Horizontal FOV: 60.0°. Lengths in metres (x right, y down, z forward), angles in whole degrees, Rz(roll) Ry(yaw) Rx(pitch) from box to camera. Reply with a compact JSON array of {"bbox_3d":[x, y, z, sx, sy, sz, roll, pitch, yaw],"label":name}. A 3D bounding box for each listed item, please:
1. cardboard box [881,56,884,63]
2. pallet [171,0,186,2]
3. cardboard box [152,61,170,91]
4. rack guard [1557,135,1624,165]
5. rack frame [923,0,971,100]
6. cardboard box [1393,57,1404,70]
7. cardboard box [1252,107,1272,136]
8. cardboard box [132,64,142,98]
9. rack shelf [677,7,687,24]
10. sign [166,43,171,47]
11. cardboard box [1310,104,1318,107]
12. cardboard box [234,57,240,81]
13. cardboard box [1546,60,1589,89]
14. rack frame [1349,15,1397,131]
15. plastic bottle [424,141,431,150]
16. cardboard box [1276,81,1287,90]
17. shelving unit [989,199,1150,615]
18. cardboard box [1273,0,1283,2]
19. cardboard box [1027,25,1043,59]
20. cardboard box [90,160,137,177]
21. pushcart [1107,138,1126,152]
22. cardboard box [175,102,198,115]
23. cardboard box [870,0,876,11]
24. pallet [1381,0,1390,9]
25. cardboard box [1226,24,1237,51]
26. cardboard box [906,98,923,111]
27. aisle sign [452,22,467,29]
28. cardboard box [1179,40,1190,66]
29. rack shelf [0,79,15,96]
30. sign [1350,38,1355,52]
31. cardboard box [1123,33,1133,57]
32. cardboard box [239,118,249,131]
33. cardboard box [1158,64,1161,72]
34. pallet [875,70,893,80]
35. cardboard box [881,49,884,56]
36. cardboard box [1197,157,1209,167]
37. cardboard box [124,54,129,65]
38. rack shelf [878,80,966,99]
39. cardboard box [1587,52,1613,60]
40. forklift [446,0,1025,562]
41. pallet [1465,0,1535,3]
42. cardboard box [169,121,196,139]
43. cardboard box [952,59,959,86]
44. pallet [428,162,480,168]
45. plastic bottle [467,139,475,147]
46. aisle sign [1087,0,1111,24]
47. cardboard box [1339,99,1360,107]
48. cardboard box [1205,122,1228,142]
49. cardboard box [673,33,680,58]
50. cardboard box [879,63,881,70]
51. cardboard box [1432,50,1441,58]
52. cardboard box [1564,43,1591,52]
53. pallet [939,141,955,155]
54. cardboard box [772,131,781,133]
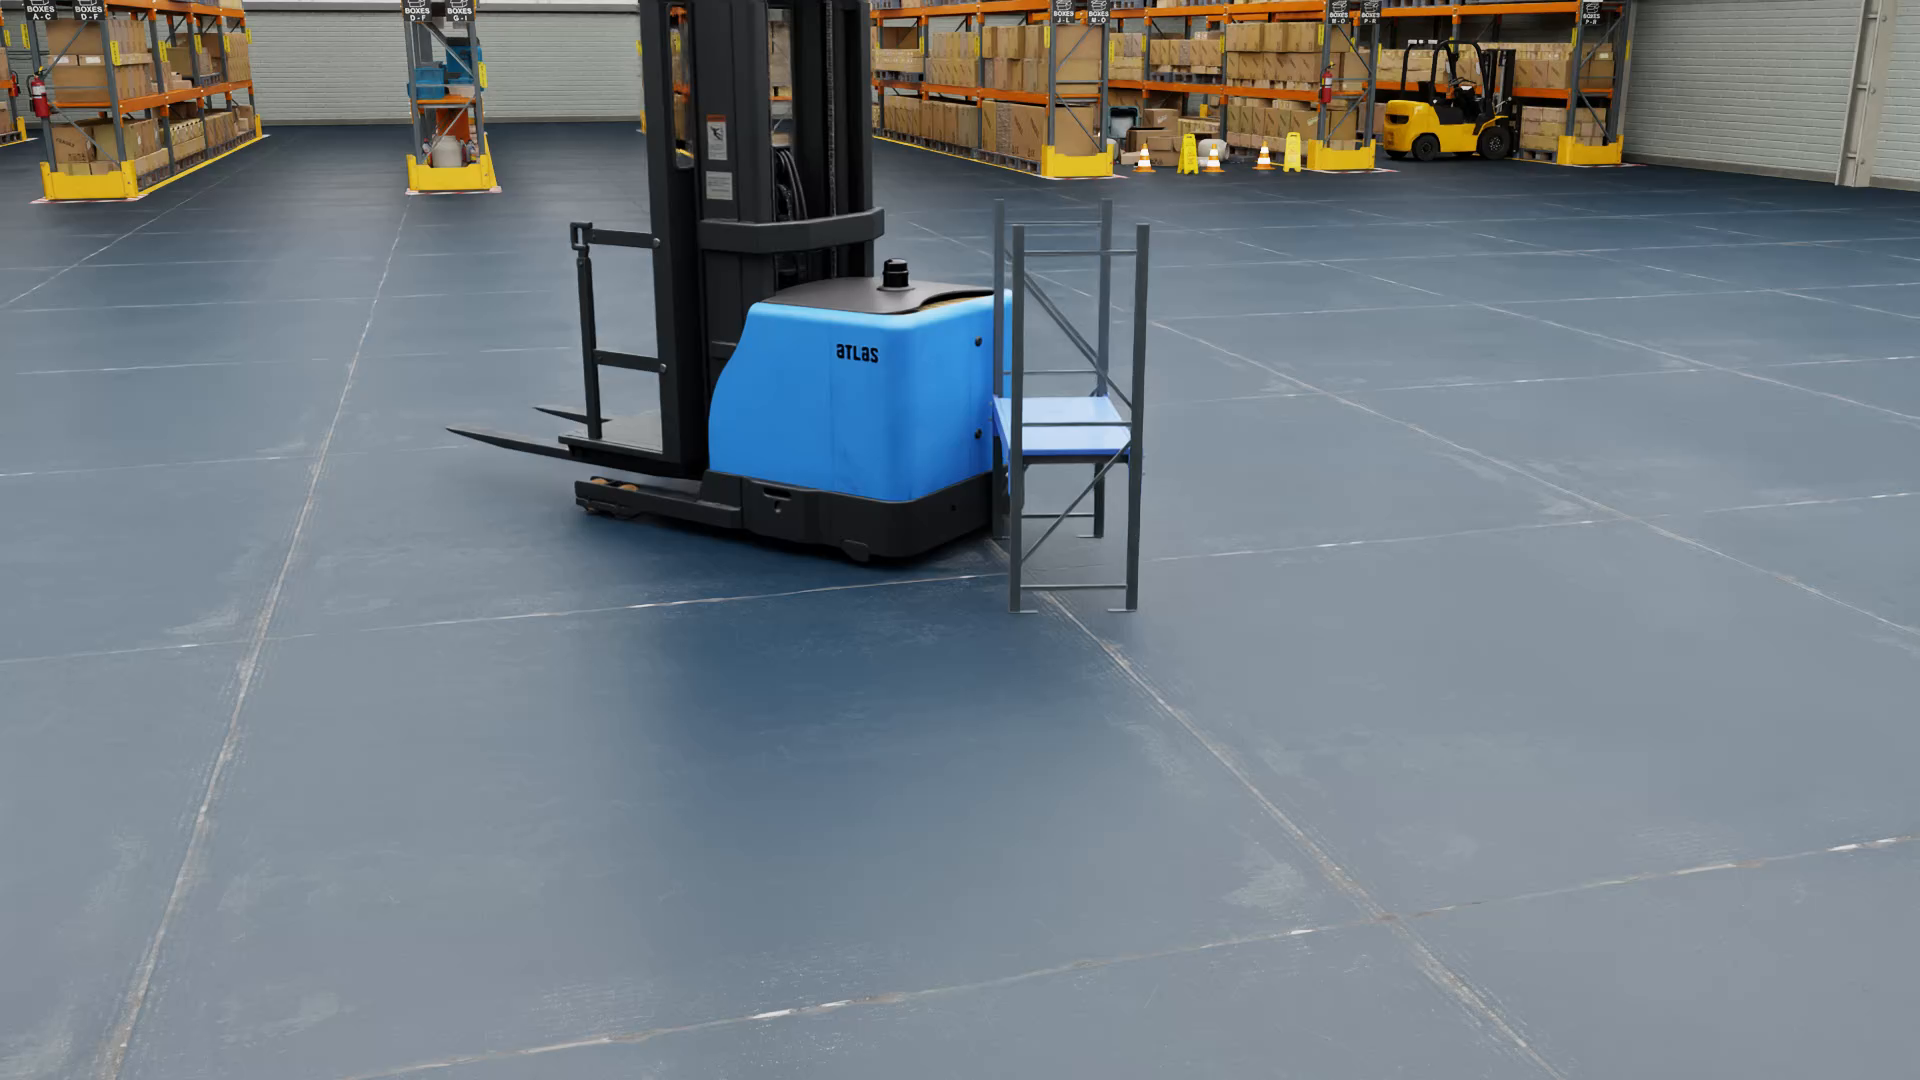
[{"bbox_3d":[-1.555,-10.737,37.172,0.380,0.149,0.250,-4,17,-14],"label":"cardboard box"},{"bbox_3d":[-14.006,-9.406,28.664,1.003,0.211,1.213,-4,17,-13],"label":"pallet"},{"bbox_3d":[-13.967,-7.989,28.659,0.500,0.500,0.500,-5,17,-15],"label":"cardboard box"},{"bbox_3d":[11.442,-7.092,30.192,1.175,0.500,0.348,-5,17,-15],"label":"rack guard"},{"bbox_3d":[-0.266,-9.696,34.515,1.000,3.000,0.127,-5,17,-15],"label":"rack frame"},{"bbox_3d":[9.552,-10.110,35.286,0.500,0.250,0.500,-4,17,-14],"label":"cardboard box"},{"bbox_3d":[5.767,-7.777,30.873,0.500,0.500,0.500,-4,17,-12],"label":"cardboard box"},{"bbox_3d":[-13.076,-7.084,25.647,0.700,0.500,0.500,-4,17,-14],"label":"cardboard box"},{"bbox_3d":[-4.513,-9.870,31.133,1.077,0.370,4.000,-5,17,-15],"label":"rack shelf"},{"bbox_3d":[-16.208,-10.025,34.108,0.100,0.325,0.005,-5,17,-15],"label":"sign"},{"bbox_3d":[8.480,-10.038,39.271,0.500,0.500,0.500,-5,18,-17],"label":"cardboard box"},{"bbox_3d":[-15.845,-10.146,35.841,0.500,0.500,0.500,-5,17,-16],"label":"cardboard box"},{"bbox_3d":[11.048,-8.459,30.224,0.500,0.500,0.500,-5,17,-16],"label":"cardboard box"},{"bbox_3d":[9.237,-10.508,37.221,1.000,3.000,0.127,-5,17,-15],"label":"rack frame"},{"bbox_3d":[-8.734,-6.349,27.216,0.144,0.351,0.185,-5,17,-16],"label":"plastic bottle"},{"bbox_3d":[5.937,-8.216,30.028,0.380,0.149,0.250,-5,17,-16],"label":"cardboard box"},{"bbox_3d":[0.419,-0.580,6.776,0.538,1.500,1.048,-1,17,-3],"label":"shelving unit"},{"bbox_3d":[5.832,-9.716,29.806,0.380,0.149,0.250,-5,17,-16],"label":"cardboard box"},{"bbox_3d":[1.628,-8.322,27.806,0.875,0.550,0.550,-5,17,-15],"label":"cardboard box"},{"bbox_3d":[-12.324,-5.386,24.220,0.500,0.250,0.500,-5,17,-15],"label":"cardboard box"},{"bbox_3d":[3.386,-7.558,31.959,1.648,0.377,0.936,-12,20,-34],"label":"pushcart"},{"bbox_3d":[-15.515,-8.599,33.140,0.500,0.250,0.500,-5,17,-15],"label":"cardboard box"},{"bbox_3d":[-1.760,-12.281,38.170,0.500,0.250,0.500,-4,17,-14],"label":"cardboard box"},{"bbox_3d":[9.510,-11.674,36.215,1.213,0.211,1.003,-4,17,-13],"label":"pallet"},{"bbox_3d":[5.477,-9.539,31.564,0.700,0.500,0.500,-5,17,-16],"label":"cardboard box"},{"bbox_3d":[-0.855,-9.366,35.729,0.500,0.250,0.500,-4,17,-14],"label":"cardboard box"},{"bbox_3d":[-11.762,-12.441,39.135,0.394,0.787,0.004,-5,17,-15],"label":"aisle sign"},{"bbox_3d":[4.799,-9.935,33.890,0.500,0.500,0.500,-5,18,-17],"label":"cardboard box"},{"bbox_3d":[-21.000,-9.472,35.020,1.077,0.370,4.000,-5,17,-15],"label":"rack shelf"},{"bbox_3d":[8.718,-10.979,36.914,0.100,0.325,0.005,-5,17,-15],"label":"sign"},{"bbox_3d":[3.923,-10.905,36.630,0.500,0.500,0.500,-4,17,-14],"label":"cardboard box"},{"bbox_3d":[-16.169,-9.260,37.079,0.500,0.250,0.500,-5,17,-15],"label":"cardboard box"},{"bbox_3d":[4.421,-10.010,35.269,0.380,0.149,0.250,-6,18,-19],"label":"cardboard box"},{"bbox_3d":[-1.295,-10.487,37.484,1.003,0.211,1.213,-5,17,-15],"label":"pallet"},{"bbox_3d":[-1.549,-10.875,37.113,0.380,0.149,0.250,-5,17,-15],"label":"cardboard box"},{"bbox_3d":[4.362,-6.739,29.629,0.380,0.149,0.250,4,17,13],"label":"cardboard box"},{"bbox_3d":[-12.647,-7.177,24.828,0.380,0.149,0.250,-5,17,-16],"label":"cardboard box"},{"bbox_3d":[-0.816,-9.904,36.460,1.077,0.370,4.000,-5,17,-15],"label":"rack shelf"},{"bbox_3d":[11.592,-8.768,30.127,0.380,0.149,0.250,-5,17,-17],"label":"cardboard box"},{"bbox_3d":[-1.215,-1.612,7.725,3.031,2.935,1.130,11,20,32],"label":"forklift"},{"bbox_3d":[10.596,-10.562,32.340,1.003,0.211,1.213,-5,17,-15],"label":"pallet"},{"bbox_3d":[-13.923,-7.294,29.593,0.500,0.311,0.500,-5,17,-16],"label":"cardboard box"},{"bbox_3d":[0.155,-9.040,32.158,0.500,0.500,0.500,-5,17,-15],"label":"cardboard box"},{"bbox_3d":[-8.242,-5.971,26.962,1.003,0.211,1.213,-5,17,-15],"label":"pallet"},{"bbox_3d":[-8.130,-6.478,27.642,0.144,0.351,0.185,-5,17,-16],"label":"plastic bottle"},{"bbox_3d":[2.240,-8.732,26.788,0.394,0.787,0.004,-5,17,-15],"label":"aisle sign"},{"bbox_3d":[8.858,-9.940,37.815,0.380,0.149,0.250,-6,18,-18],"label":"cardboard box"},{"bbox_3d":[5.418,-8.096,33.028,0.950,0.372,0.625,-4,17,-15],"label":"cardboard box"},{"bbox_3d":[-5.615,-10.429,35.038,0.797,0.503,0.637,-4,17,-13],"label":"cardboard box"},{"bbox_3d":[-1.618,-10.661,37.437,0.380,0.149,0.250,-4,17,-14],"label":"cardboard box"},{"bbox_3d":[9.924,-9.979,34.158,0.380,0.149,0.250,-5,17,-15],"label":"cardboard box"},{"bbox_3d":[11.135,-8.879,29.978,0.380,0.149,0.250,-5,17,-15],"label":"cardboard box"},{"bbox_3d":[0.210,-7.799,33.049,1.003,0.211,1.213,-5,17,-15],"label":"pallet"},{"bbox_3d":[-3.217,-6.459,27.356,0.500,0.500,0.500,0,17,-1],"label":"cardboard box"}]
